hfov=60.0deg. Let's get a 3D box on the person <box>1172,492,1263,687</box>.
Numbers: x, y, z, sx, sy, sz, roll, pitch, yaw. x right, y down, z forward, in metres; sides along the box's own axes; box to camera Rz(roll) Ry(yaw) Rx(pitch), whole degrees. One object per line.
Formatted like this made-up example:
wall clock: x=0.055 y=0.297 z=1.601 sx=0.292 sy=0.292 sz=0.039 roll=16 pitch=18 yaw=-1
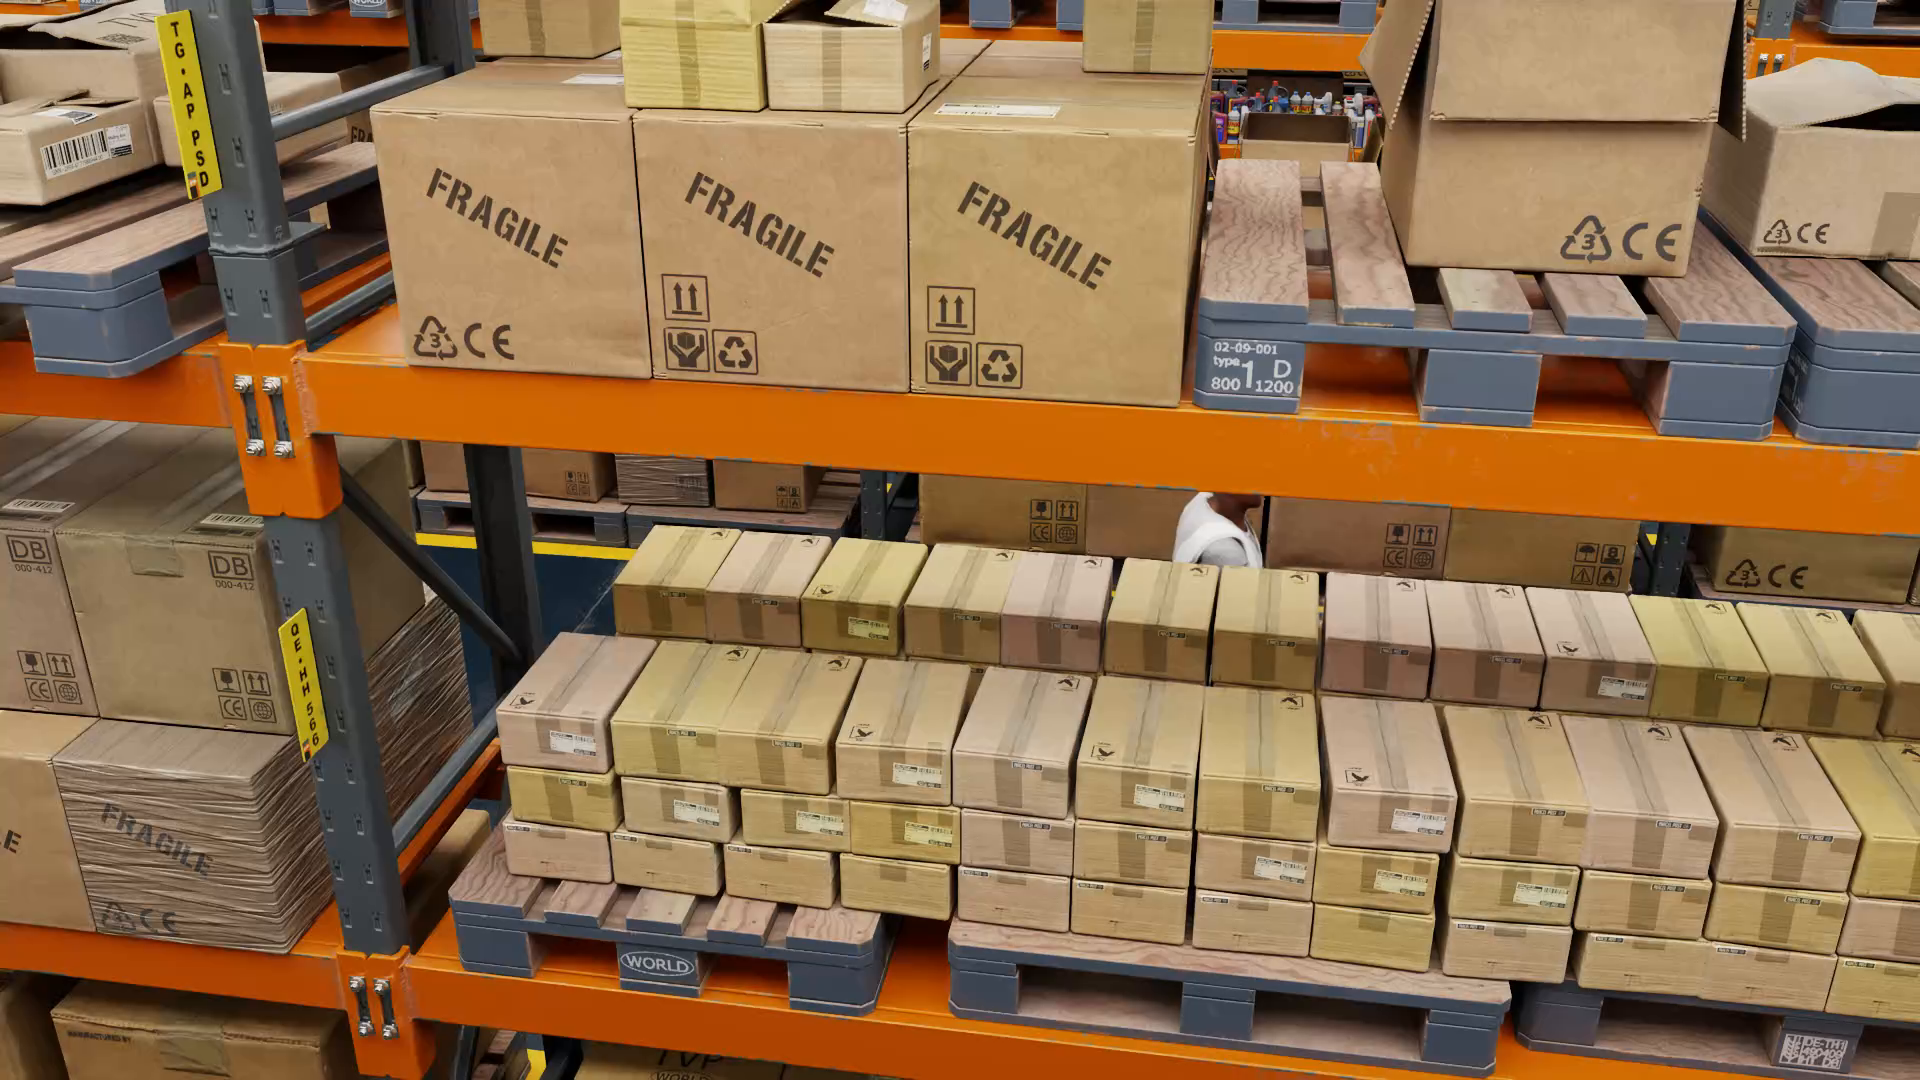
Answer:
person: x=1.009 y=0.445 z=6.113 sx=0.495 sy=1.786 sz=0.549 roll=4 pitch=25 yaw=8
